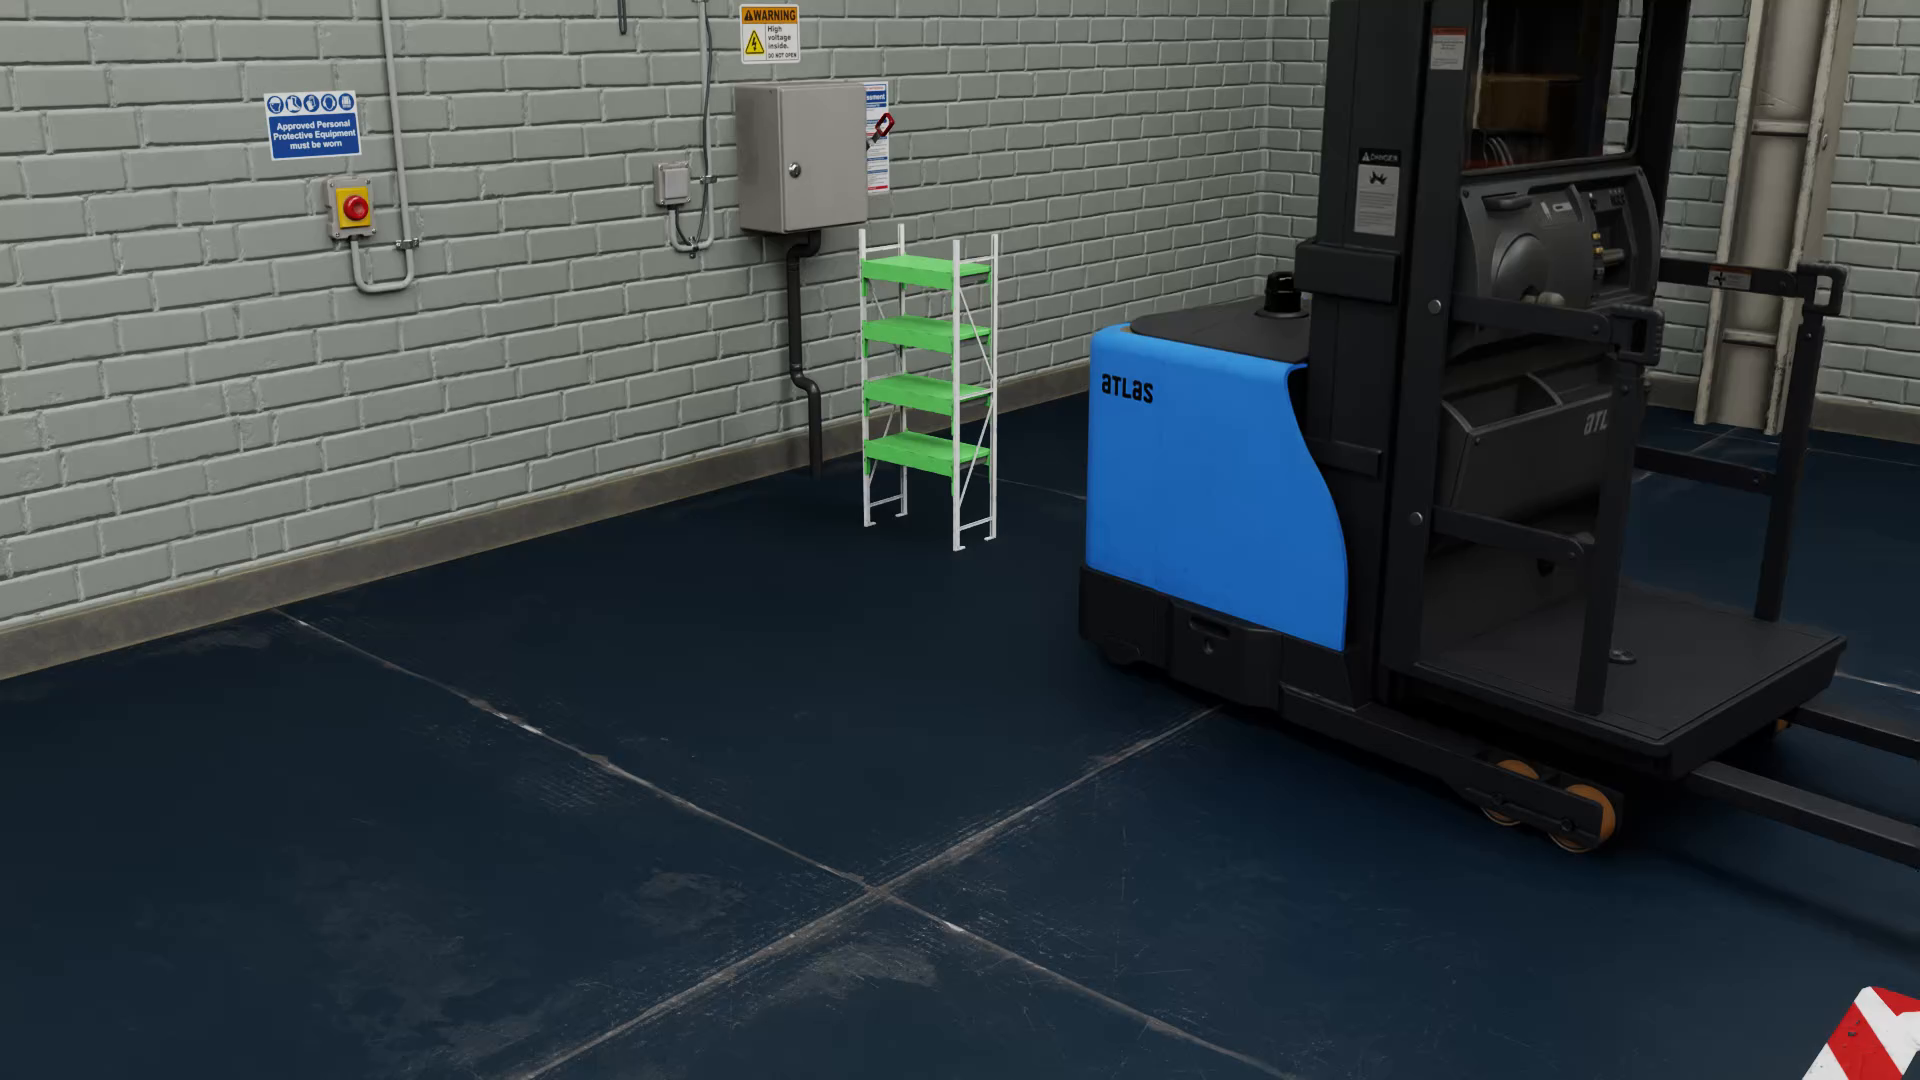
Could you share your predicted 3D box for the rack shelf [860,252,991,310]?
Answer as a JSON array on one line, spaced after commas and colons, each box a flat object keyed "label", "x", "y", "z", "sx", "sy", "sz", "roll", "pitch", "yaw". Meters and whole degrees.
[{"label": "rack shelf", "x": -0.124, "y": -1.002, "z": 6.409, "sx": 0.480, "sy": 0.148, "sz": 0.258, "roll": 15, "pitch": 23, "yaw": 39}]

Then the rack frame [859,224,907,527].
[{"label": "rack frame", "x": -0.306, "y": -0.654, "z": 6.689, "sx": 0.015, "sy": 1.200, "sz": 0.240, "roll": 15, "pitch": 23, "yaw": 39}]

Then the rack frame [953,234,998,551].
[{"label": "rack frame", "x": 0.059, "y": -0.556, "z": 6.381, "sx": 0.015, "sy": 1.200, "sz": 0.240, "roll": 15, "pitch": 23, "yaw": 39}]

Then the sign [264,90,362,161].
[{"label": "sign", "x": -2.193, "y": -1.409, "z": 5.645, "sx": 0.001, "sy": 0.218, "sz": 0.327, "roll": 15, "pitch": 23, "yaw": 39}]

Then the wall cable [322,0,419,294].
[{"label": "wall cable", "x": -2.116, "y": -1.778, "z": 5.524, "sx": 0.123, "sy": 1.953, "sz": 0.585, "roll": 15, "pitch": 23, "yaw": 39}]

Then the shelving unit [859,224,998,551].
[{"label": "shelving unit", "x": -0.124, "y": -0.605, "z": 6.535, "sx": 0.503, "sy": 1.200, "sz": 0.258, "roll": 15, "pitch": 23, "yaw": 39}]

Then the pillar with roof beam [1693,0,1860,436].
[{"label": "pillar with roof beam", "x": 1.133, "y": -3.906, "z": 4.044, "sx": 0.400, "sy": 9.000, "sz": 9.100, "roll": 15, "pitch": 23, "yaw": 39}]

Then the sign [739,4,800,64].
[{"label": "sign", "x": -0.804, "y": -2.147, "z": 7.054, "sx": 0.001, "sy": 0.242, "sz": 0.339, "roll": 15, "pitch": 23, "yaw": 39}]

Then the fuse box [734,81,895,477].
[{"label": "fuse box", "x": -0.612, "y": -1.111, "z": 7.282, "sx": 0.414, "sy": 1.711, "sz": 0.539, "roll": 15, "pitch": 23, "yaw": 39}]

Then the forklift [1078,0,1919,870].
[{"label": "forklift", "x": 1.738, "y": -0.790, "z": 4.254, "sx": 1.130, "sy": 2.935, "sz": 3.031, "roll": -15, "pitch": 23, "yaw": -39}]

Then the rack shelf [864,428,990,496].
[{"label": "rack shelf", "x": -0.124, "y": -0.315, "z": 6.627, "sx": 0.480, "sy": 0.148, "sz": 0.258, "roll": 15, "pitch": 23, "yaw": 39}]

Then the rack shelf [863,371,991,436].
[{"label": "rack shelf", "x": -0.124, "y": -0.544, "z": 6.554, "sx": 0.480, "sy": 0.148, "sz": 0.258, "roll": 15, "pitch": 23, "yaw": 39}]

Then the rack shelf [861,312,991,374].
[{"label": "rack shelf", "x": -0.124, "y": -0.773, "z": 6.482, "sx": 0.480, "sy": 0.148, "sz": 0.258, "roll": 15, "pitch": 23, "yaw": 39}]

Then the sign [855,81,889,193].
[{"label": "sign", "x": -0.439, "y": -1.833, "z": 7.585, "sx": 0.001, "sy": 0.494, "sz": 0.329, "roll": 15, "pitch": 23, "yaw": 39}]

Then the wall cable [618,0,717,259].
[{"label": "wall cable", "x": -1.183, "y": -2.086, "z": 6.547, "sx": 0.122, "sy": 1.984, "sz": 0.588, "roll": 15, "pitch": 23, "yaw": 39}]
